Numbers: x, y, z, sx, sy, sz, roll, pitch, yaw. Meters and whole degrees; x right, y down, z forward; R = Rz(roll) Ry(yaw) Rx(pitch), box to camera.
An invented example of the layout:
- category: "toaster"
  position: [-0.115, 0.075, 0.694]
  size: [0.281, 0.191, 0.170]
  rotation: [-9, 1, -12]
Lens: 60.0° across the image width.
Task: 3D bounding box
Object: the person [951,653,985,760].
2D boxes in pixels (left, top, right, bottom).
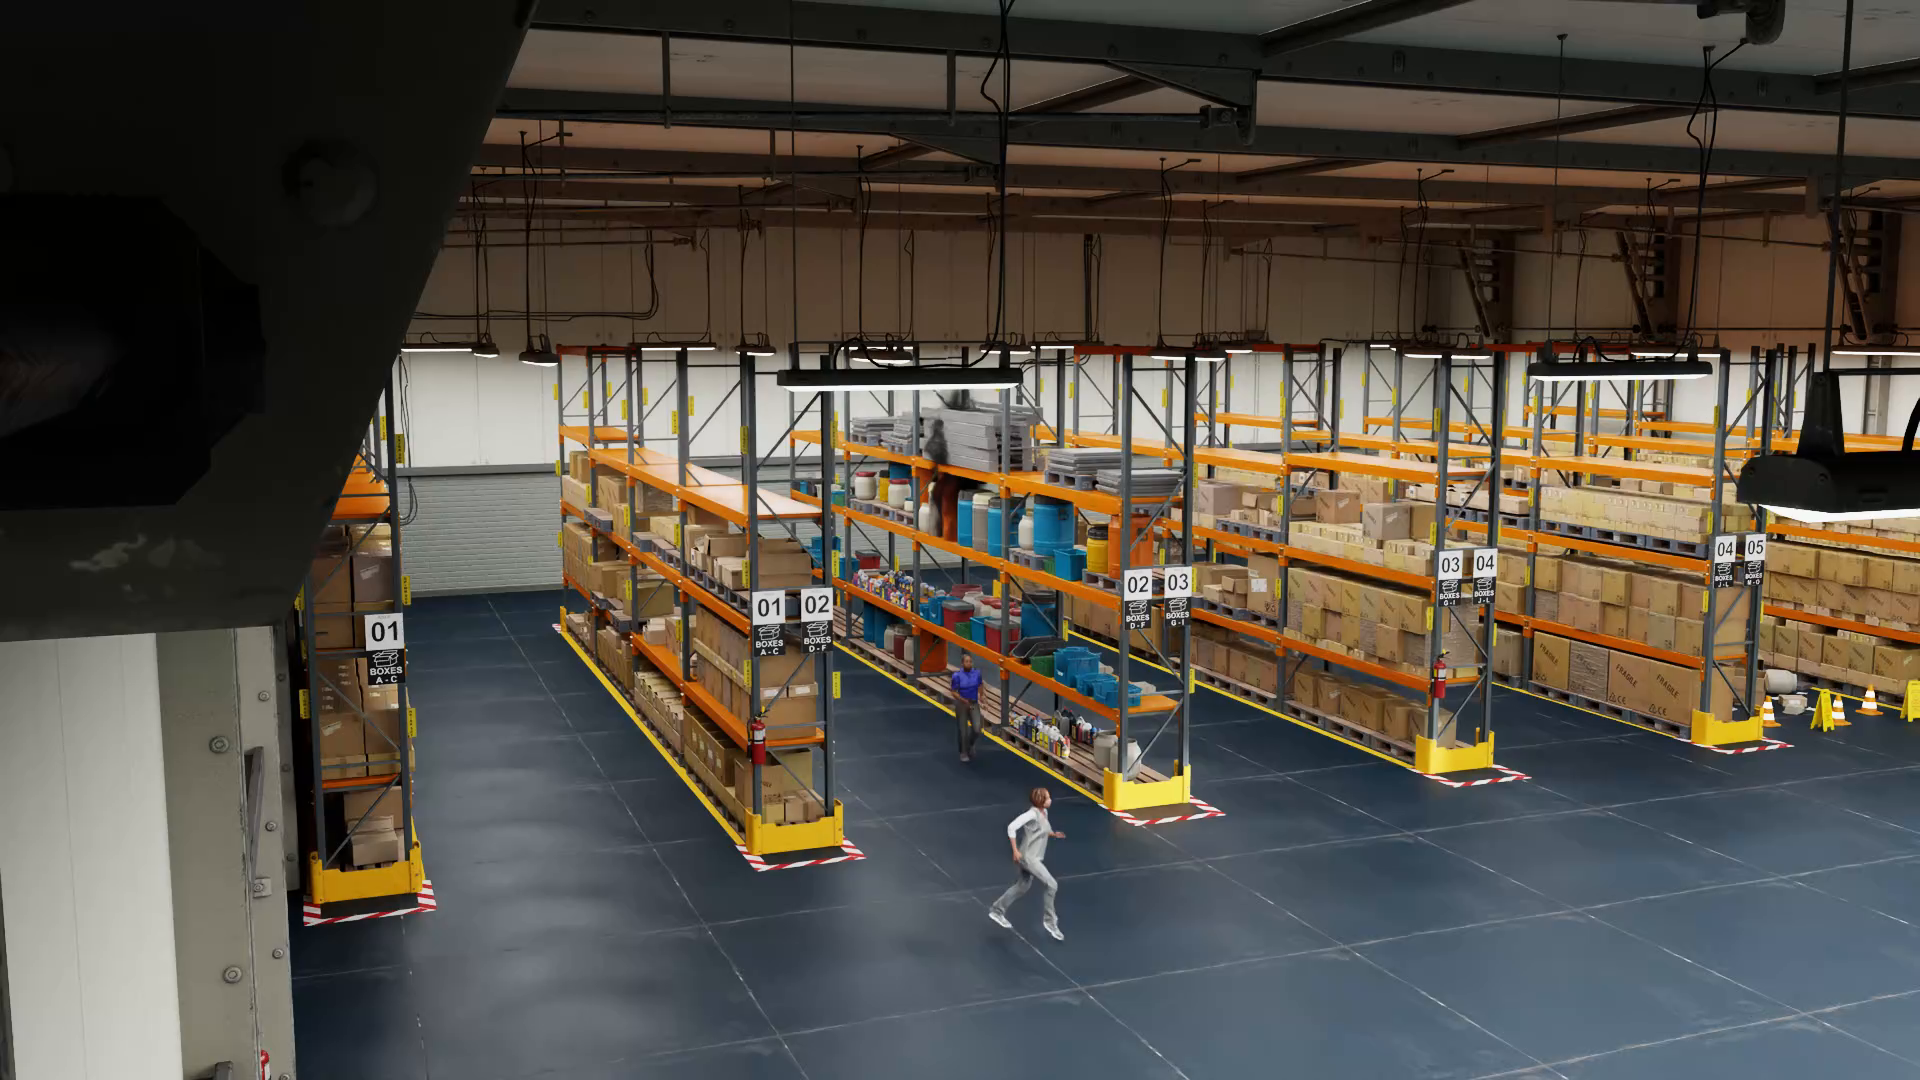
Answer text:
- category: "person"
  position: [0.134, 2.452, 24.278]
  size: [0.551, 1.611, 0.656]
  rotation: [-2, 8, -15]

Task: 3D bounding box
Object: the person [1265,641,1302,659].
- category: "person"
  position: [6.230, 1.401, 31.761]
  size: [0.677, 1.796, 0.972]
  rotation: [-5, 9, -32]

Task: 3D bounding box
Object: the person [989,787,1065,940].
- category: "person"
  position: [0.694, 3.356, 17.320]
  size: [0.804, 1.626, 0.556]
  rotation: [2, 7, 13]
